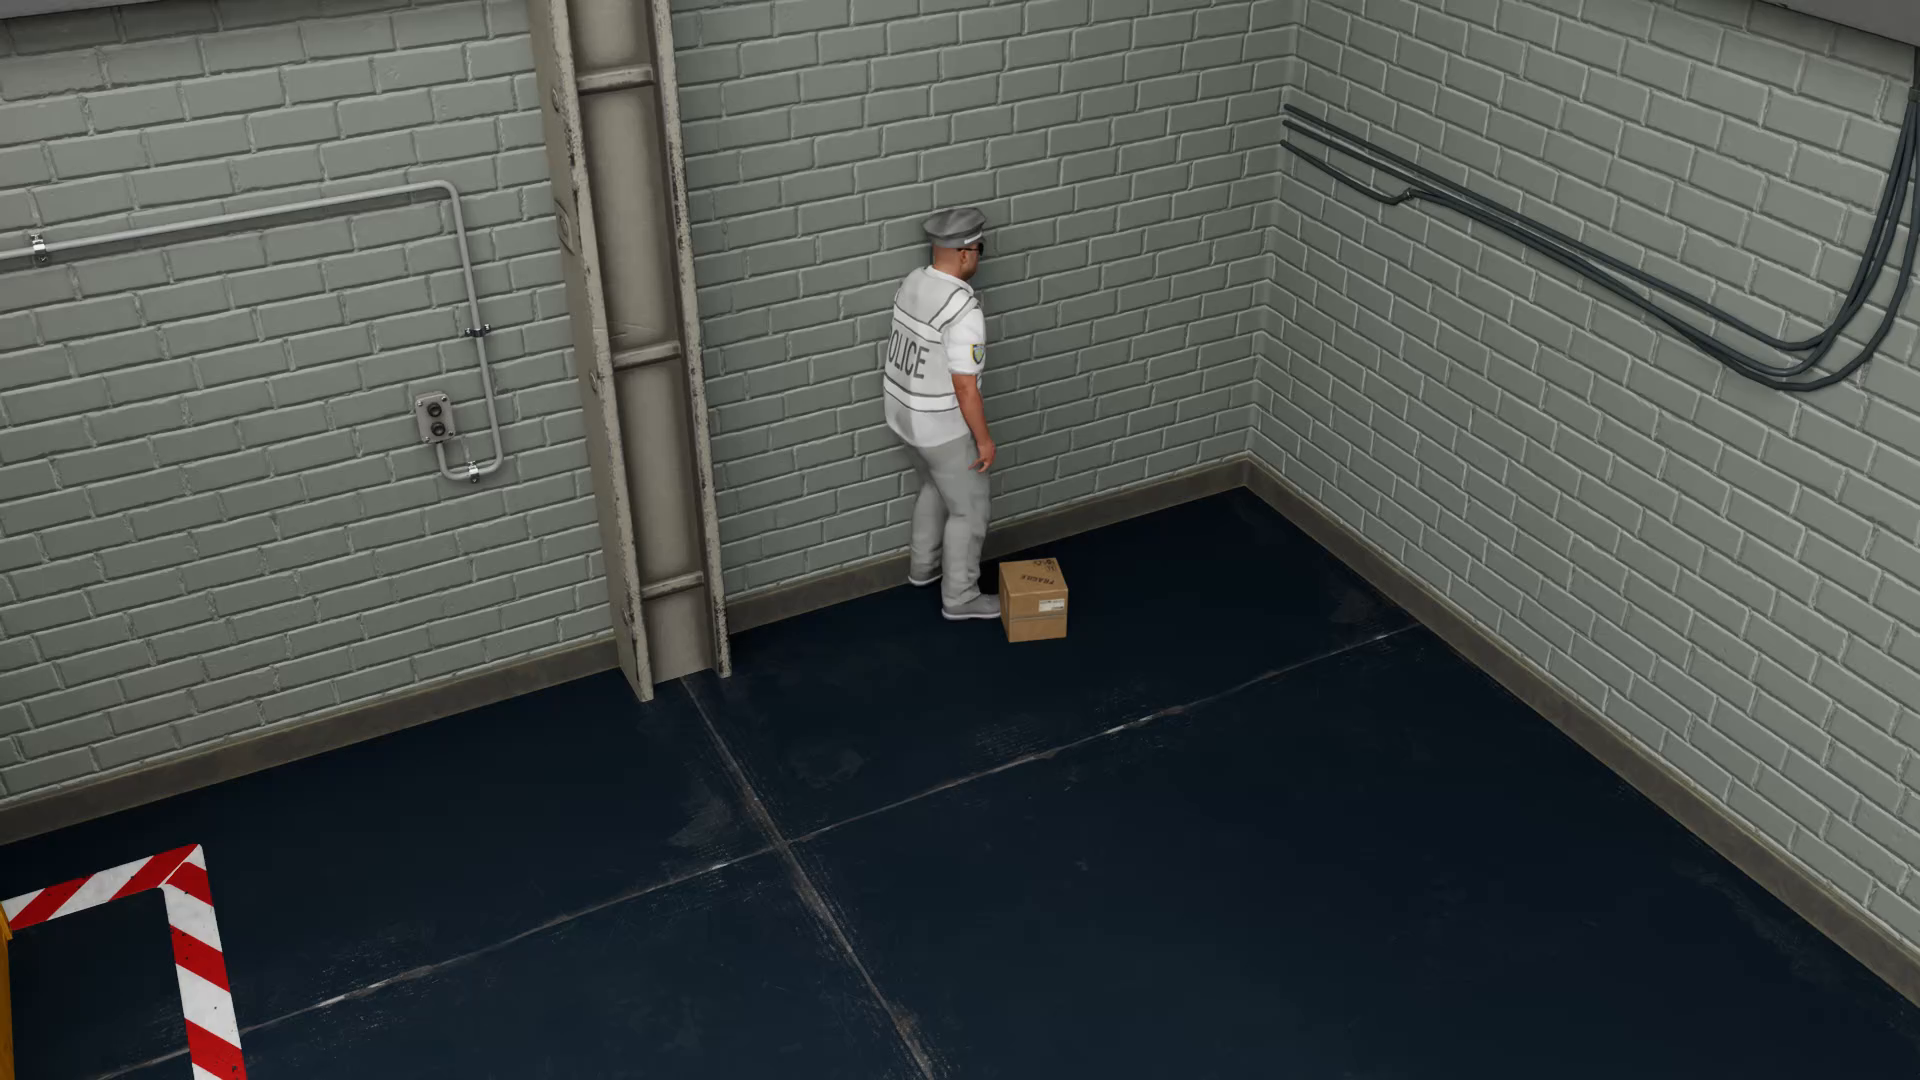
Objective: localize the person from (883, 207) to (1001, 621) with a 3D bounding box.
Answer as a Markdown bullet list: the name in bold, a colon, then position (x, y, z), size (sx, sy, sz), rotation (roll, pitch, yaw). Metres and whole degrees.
- **person**: position (-0.071, -0.502, 6.910), size (0.440, 1.747, 0.604), rotation (-18, 37, -26)
